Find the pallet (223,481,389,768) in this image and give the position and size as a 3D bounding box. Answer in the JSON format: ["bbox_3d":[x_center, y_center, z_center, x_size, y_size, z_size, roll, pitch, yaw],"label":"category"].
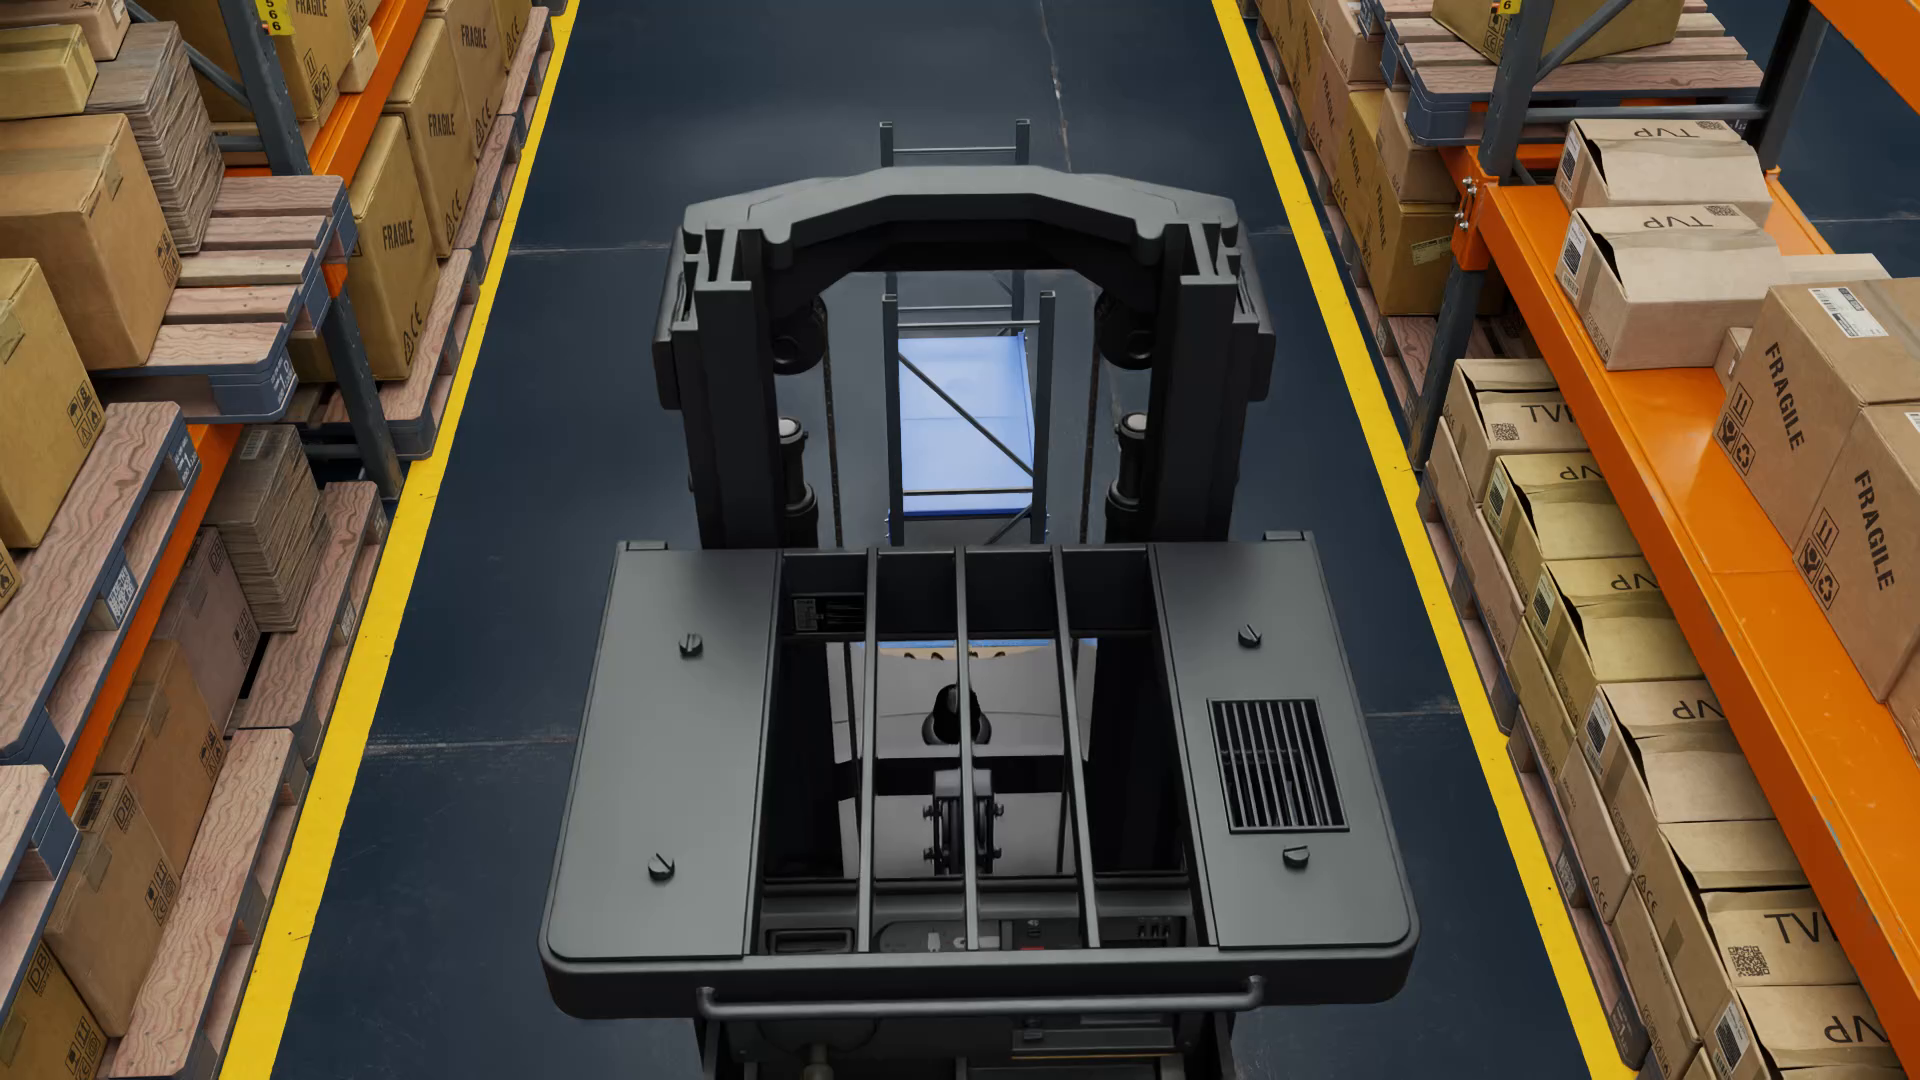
[{"bbox_3d":[-2.636,0.277,5.792,1.003,0.211,1.213,-2,43,-2],"label":"pallet"}]

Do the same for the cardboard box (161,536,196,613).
[{"bbox_3d":[-2.624,0.075,4.917,0.500,0.250,0.500,-1,43,-1],"label":"cardboard box"}]

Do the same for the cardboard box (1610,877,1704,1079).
[{"bbox_3d":[2.102,1.177,4.470,0.500,0.250,0.500,-1,43,-1],"label":"cardboard box"}]

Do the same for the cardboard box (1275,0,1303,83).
[{"bbox_3d":[1.922,-2.671,8.469,0.500,0.500,0.500,-1,43,-1],"label":"cardboard box"}]

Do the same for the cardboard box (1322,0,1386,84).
[{"bbox_3d":[1.953,-2.294,7.502,0.500,0.250,0.500,-2,43,-3],"label":"cardboard box"}]

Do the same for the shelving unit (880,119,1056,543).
[{"bbox_3d":[0.004,-0.495,5.680,0.538,1.500,1.048,-2,43,-2],"label":"shelving unit"}]

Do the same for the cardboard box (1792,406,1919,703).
[{"bbox_3d":[2.391,0.027,3.926,0.500,0.500,0.500,-2,43,-2],"label":"cardboard box"}]

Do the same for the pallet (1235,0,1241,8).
[{"bbox_3d":[2.083,-3.560,9.977,1.003,0.211,1.213,-2,43,-2],"label":"pallet"}]

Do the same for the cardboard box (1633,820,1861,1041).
[{"bbox_3d":[2.100,0.976,4.275,0.500,0.311,0.500,-2,43,-2],"label":"cardboard box"}]

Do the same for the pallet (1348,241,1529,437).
[{"bbox_3d":[2.287,-0.901,7.076,1.003,0.211,1.213,-2,43,-2],"label":"pallet"}]

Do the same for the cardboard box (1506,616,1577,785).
[{"bbox_3d":[2.060,0.487,5.223,0.500,0.250,0.500,-3,43,-3],"label":"cardboard box"}]

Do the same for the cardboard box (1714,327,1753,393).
[{"bbox_3d":[2.392,-0.472,4.731,0.380,0.149,0.250,1,43,1],"label":"cardboard box"}]

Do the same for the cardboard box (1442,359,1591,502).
[{"bbox_3d":[2.010,-0.409,5.786,0.500,0.311,0.500,0,43,0],"label":"cardboard box"}]

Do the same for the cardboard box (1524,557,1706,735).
[{"bbox_3d":[2.060,0.289,5.024,0.500,0.311,0.500,-3,43,-3],"label":"cardboard box"}]

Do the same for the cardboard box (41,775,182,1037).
[{"bbox_3d":[-2.599,0.991,4.473,0.700,0.500,0.500,-1,43,-1],"label":"cardboard box"}]

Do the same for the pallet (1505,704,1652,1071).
[{"bbox_3d":[2.326,0.983,5.021,1.003,0.211,1.213,-2,43,-2],"label":"pallet"}]

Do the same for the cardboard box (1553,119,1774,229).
[{"bbox_3d":[2.253,-1.144,5.344,0.500,0.311,0.500,1,43,1],"label":"cardboard box"}]

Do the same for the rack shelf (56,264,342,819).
[{"bbox_3d":[-2.583,0.336,4.195,1.077,0.370,4.000,-2,43,-2],"label":"rack shelf"}]

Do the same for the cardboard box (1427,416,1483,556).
[{"bbox_3d":[2.010,-0.203,5.975,0.500,0.250,0.500,-2,43,-2],"label":"cardboard box"}]

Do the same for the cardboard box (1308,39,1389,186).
[{"bbox_3d":[1.957,-1.992,7.728,0.500,0.500,0.500,-3,43,-3],"label":"cardboard box"}]

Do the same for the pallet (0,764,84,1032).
[{"bbox_3d":[-2.385,0.972,3.112,1.003,0.211,1.213,-2,43,-2],"label":"pallet"}]

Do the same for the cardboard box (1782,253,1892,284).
[{"bbox_3d":[2.596,-0.732,5.014,0.380,0.149,0.250,-2,43,-2],"label":"cardboard box"}]

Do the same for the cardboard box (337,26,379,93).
[{"bbox_3d":[-2.379,-1.775,6.137,0.380,0.149,0.250,0,43,0],"label":"cardboard box"}]

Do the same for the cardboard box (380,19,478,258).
[{"bbox_3d":[-2.599,-1.733,7.201,0.750,0.750,0.750,-2,43,-2],"label":"cardboard box"}]

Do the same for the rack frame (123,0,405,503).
[{"bbox_3d":[-2.668,-1.279,5.425,1.000,3.000,0.127,-2,43,-2],"label":"rack frame"}]

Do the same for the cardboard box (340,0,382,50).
[{"bbox_3d":[-2.446,-2.122,6.036,0.500,0.500,0.500,0,43,0],"label":"cardboard box"}]

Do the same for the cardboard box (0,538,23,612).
[{"bbox_3d":[-2.561,0.057,3.569,0.700,0.500,0.500,4,43,4],"label":"cardboard box"}]

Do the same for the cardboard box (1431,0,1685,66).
[{"bbox_3d":[2.142,-2.037,5.868,0.700,0.500,0.500,-15,45,-16],"label":"cardboard box"}]

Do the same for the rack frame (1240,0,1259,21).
[{"bbox_3d":[2.111,-4.124,8.529,1.000,3.000,0.127,-2,43,-2],"label":"rack frame"}]

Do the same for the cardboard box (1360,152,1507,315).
[{"bbox_3d":[2.007,-1.289,6.961,0.500,0.500,0.500,0,43,0],"label":"cardboard box"}]

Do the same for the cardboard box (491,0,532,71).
[{"bbox_3d":[-2.680,-2.907,8.481,0.750,0.750,0.750,-1,43,-1],"label":"cardboard box"}]

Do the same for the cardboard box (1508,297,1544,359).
[{"bbox_3d":[2.547,-0.980,6.623,0.500,0.500,0.500,0,43,0],"label":"cardboard box"}]

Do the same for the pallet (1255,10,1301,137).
[{"bbox_3d":[2.184,-2.548,8.874,1.003,0.211,1.213,-2,43,-2],"label":"pallet"}]

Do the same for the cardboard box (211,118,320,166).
[{"bbox_3d":[-2.450,-1.423,5.753,0.380,0.149,0.250,-2,43,-2],"label":"cardboard box"}]

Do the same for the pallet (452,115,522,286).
[{"bbox_3d":[-2.675,-1.607,7.847,1.003,0.211,1.213,-2,43,-2],"label":"pallet"}]

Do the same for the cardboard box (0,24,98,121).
[{"bbox_3d":[-2.595,-1.268,4.534,0.380,0.149,0.250,-8,43,-9],"label":"cardboard box"}]

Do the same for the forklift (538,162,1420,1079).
[{"bbox_3d":[0.017,0.950,3.044,1.130,2.935,3.031,-1,43,-1],"label":"forklift"}]

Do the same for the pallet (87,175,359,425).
[{"bbox_3d":[-2.531,-0.730,4.969,1.213,0.211,1.003,-2,43,-2],"label":"pallet"}]

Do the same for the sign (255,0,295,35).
[{"bbox_3d":[-2.126,-1.698,5.085,0.100,0.325,0.005,-2,43,-2],"label":"sign"}]

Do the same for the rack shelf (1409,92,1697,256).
[{"bbox_3d":[2.196,-2.509,7.299,1.077,0.370,4.000,-2,43,-2],"label":"rack shelf"}]

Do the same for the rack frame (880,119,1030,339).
[{"bbox_3d":[-0.018,-0.838,6.055,0.500,1.500,0.032,-2,43,-2],"label":"rack frame"}]

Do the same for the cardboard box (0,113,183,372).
[{"bbox_3d":[-2.587,-0.784,4.486,0.700,0.500,0.500,-5,43,-6],"label":"cardboard box"}]

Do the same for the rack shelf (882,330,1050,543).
[{"bbox_3d":[0.004,-0.363,5.802,0.538,0.185,1.000,-2,43,-2],"label":"rack shelf"}]

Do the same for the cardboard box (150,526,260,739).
[{"bbox_3d":[-2.679,0.316,5.210,0.700,0.500,0.500,-2,43,-2],"label":"cardboard box"}]
